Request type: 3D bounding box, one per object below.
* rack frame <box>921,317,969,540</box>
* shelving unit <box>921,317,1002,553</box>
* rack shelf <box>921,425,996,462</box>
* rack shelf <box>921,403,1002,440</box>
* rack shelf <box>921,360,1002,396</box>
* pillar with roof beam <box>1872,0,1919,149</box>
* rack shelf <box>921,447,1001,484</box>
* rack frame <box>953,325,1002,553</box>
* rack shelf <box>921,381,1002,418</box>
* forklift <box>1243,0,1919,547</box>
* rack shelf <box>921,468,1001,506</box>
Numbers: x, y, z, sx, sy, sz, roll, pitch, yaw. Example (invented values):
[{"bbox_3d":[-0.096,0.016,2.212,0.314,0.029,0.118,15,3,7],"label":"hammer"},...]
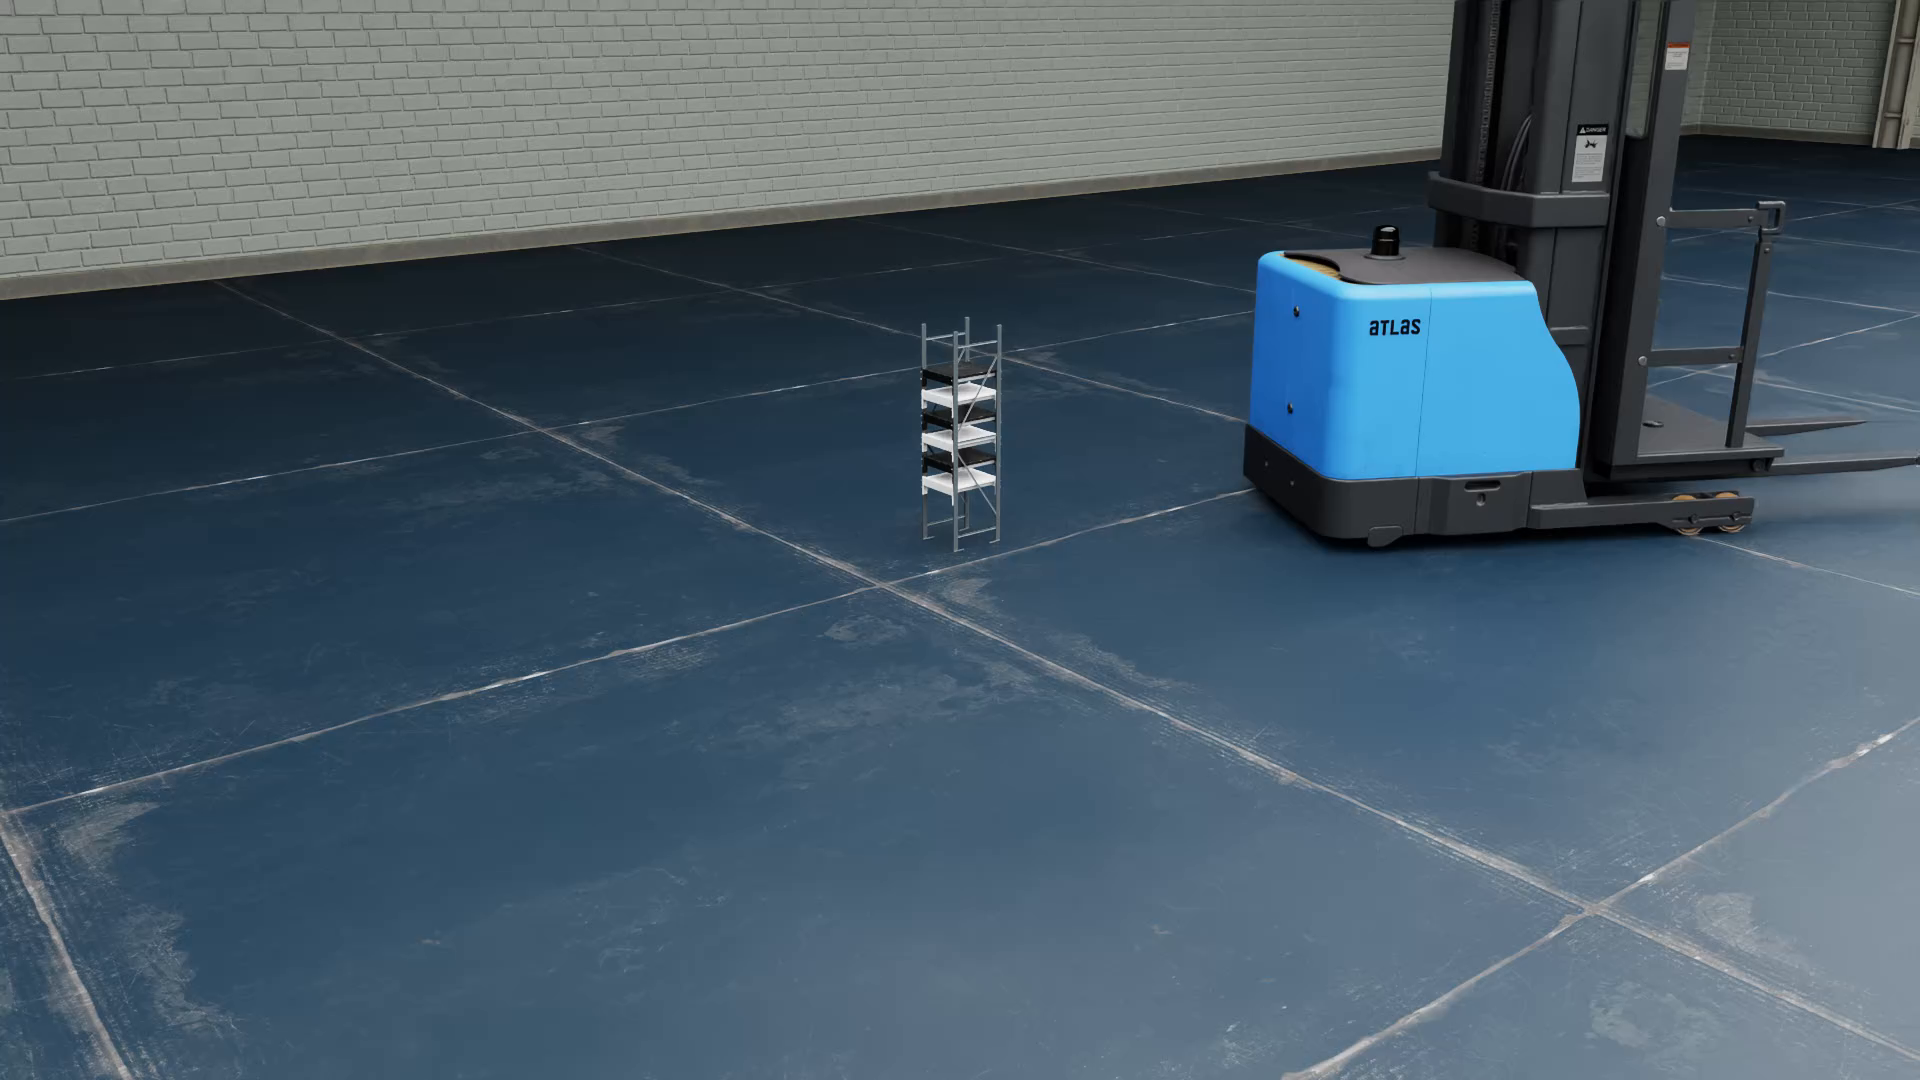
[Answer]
[{"bbox_3d":[-0.058,-0.450,6.791,0.240,0.900,0.006,-14,23,-36],"label":"rack frame"},{"bbox_3d":[0.005,-0.425,6.715,0.258,0.900,0.210,-14,23,-36],"label":"shelving unit"},{"bbox_3d":[0.005,-0.394,6.725,0.258,0.077,0.200,-14,23,-36],"label":"rack shelf"},{"bbox_3d":[0.005,-0.479,6.697,0.258,0.077,0.200,-14,23,-36],"label":"rack shelf"},{"bbox_3d":[0.005,-0.650,6.641,0.258,0.077,0.200,-14,23,-36],"label":"rack shelf"},{"bbox_3d":[9.989,-9.066,19.925,9.100,9.000,0.400,-14,23,-36],"label":"pillar with roof beam"},{"bbox_3d":[0.005,-0.308,6.754,0.258,0.077,0.200,-14,23,-36],"label":"rack shelf"},{"bbox_3d":[0.068,-0.400,6.639,0.240,0.900,0.006,-14,23,-36],"label":"rack frame"},{"bbox_3d":[0.005,-0.564,6.669,0.258,0.077,0.200,-14,23,-36],"label":"rack shelf"},{"bbox_3d":[2.849,-1.570,6.942,3.031,2.935,1.130,-3,19,-10],"label":"forklift"},{"bbox_3d":[0.005,-0.223,6.782,0.258,0.077,0.200,-14,23,-36],"label":"rack shelf"}]
